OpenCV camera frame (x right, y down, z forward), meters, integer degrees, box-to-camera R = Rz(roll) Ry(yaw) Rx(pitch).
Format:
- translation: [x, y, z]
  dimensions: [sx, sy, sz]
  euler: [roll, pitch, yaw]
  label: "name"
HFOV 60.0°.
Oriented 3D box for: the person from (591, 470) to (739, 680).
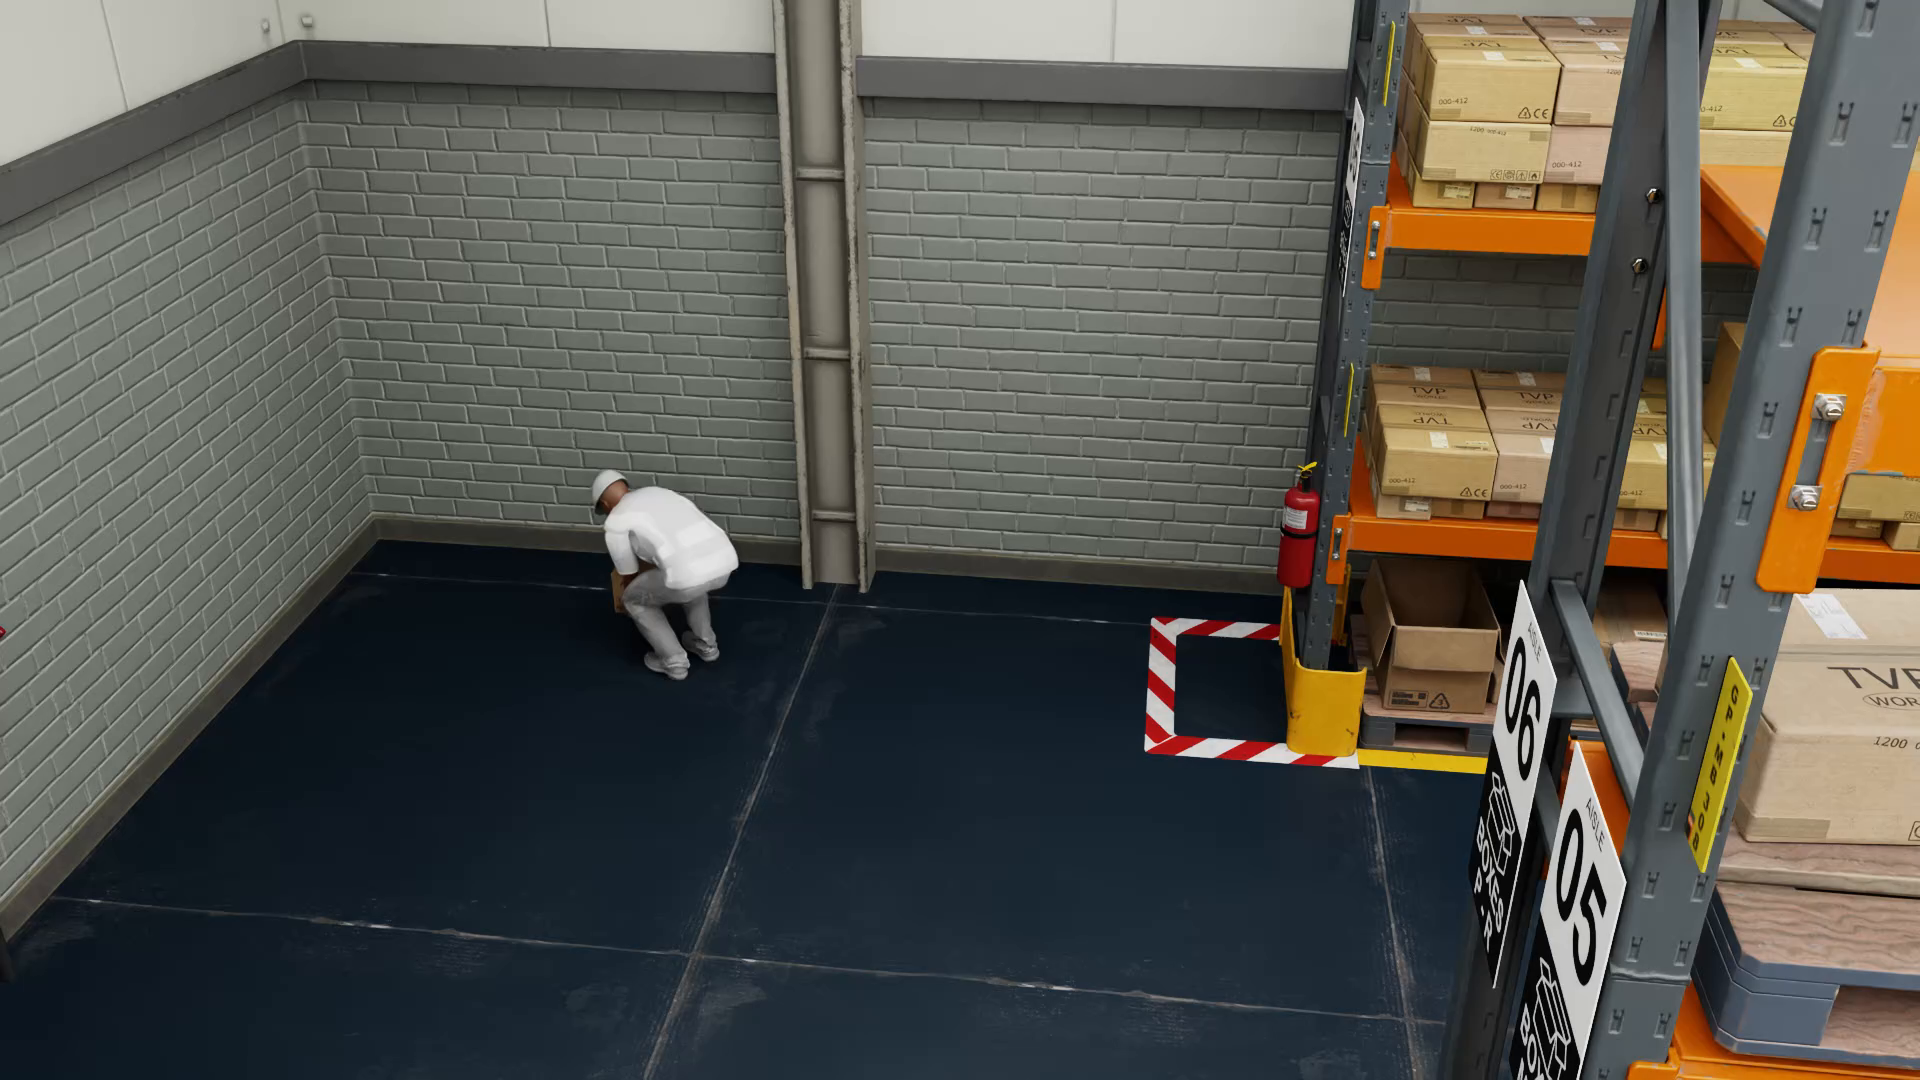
- translation: [-1.632, 0.187, 9.052]
  dimensions: [0.950, 1.010, 0.526]
  euler: [24, 36, 37]
  label: "person"
